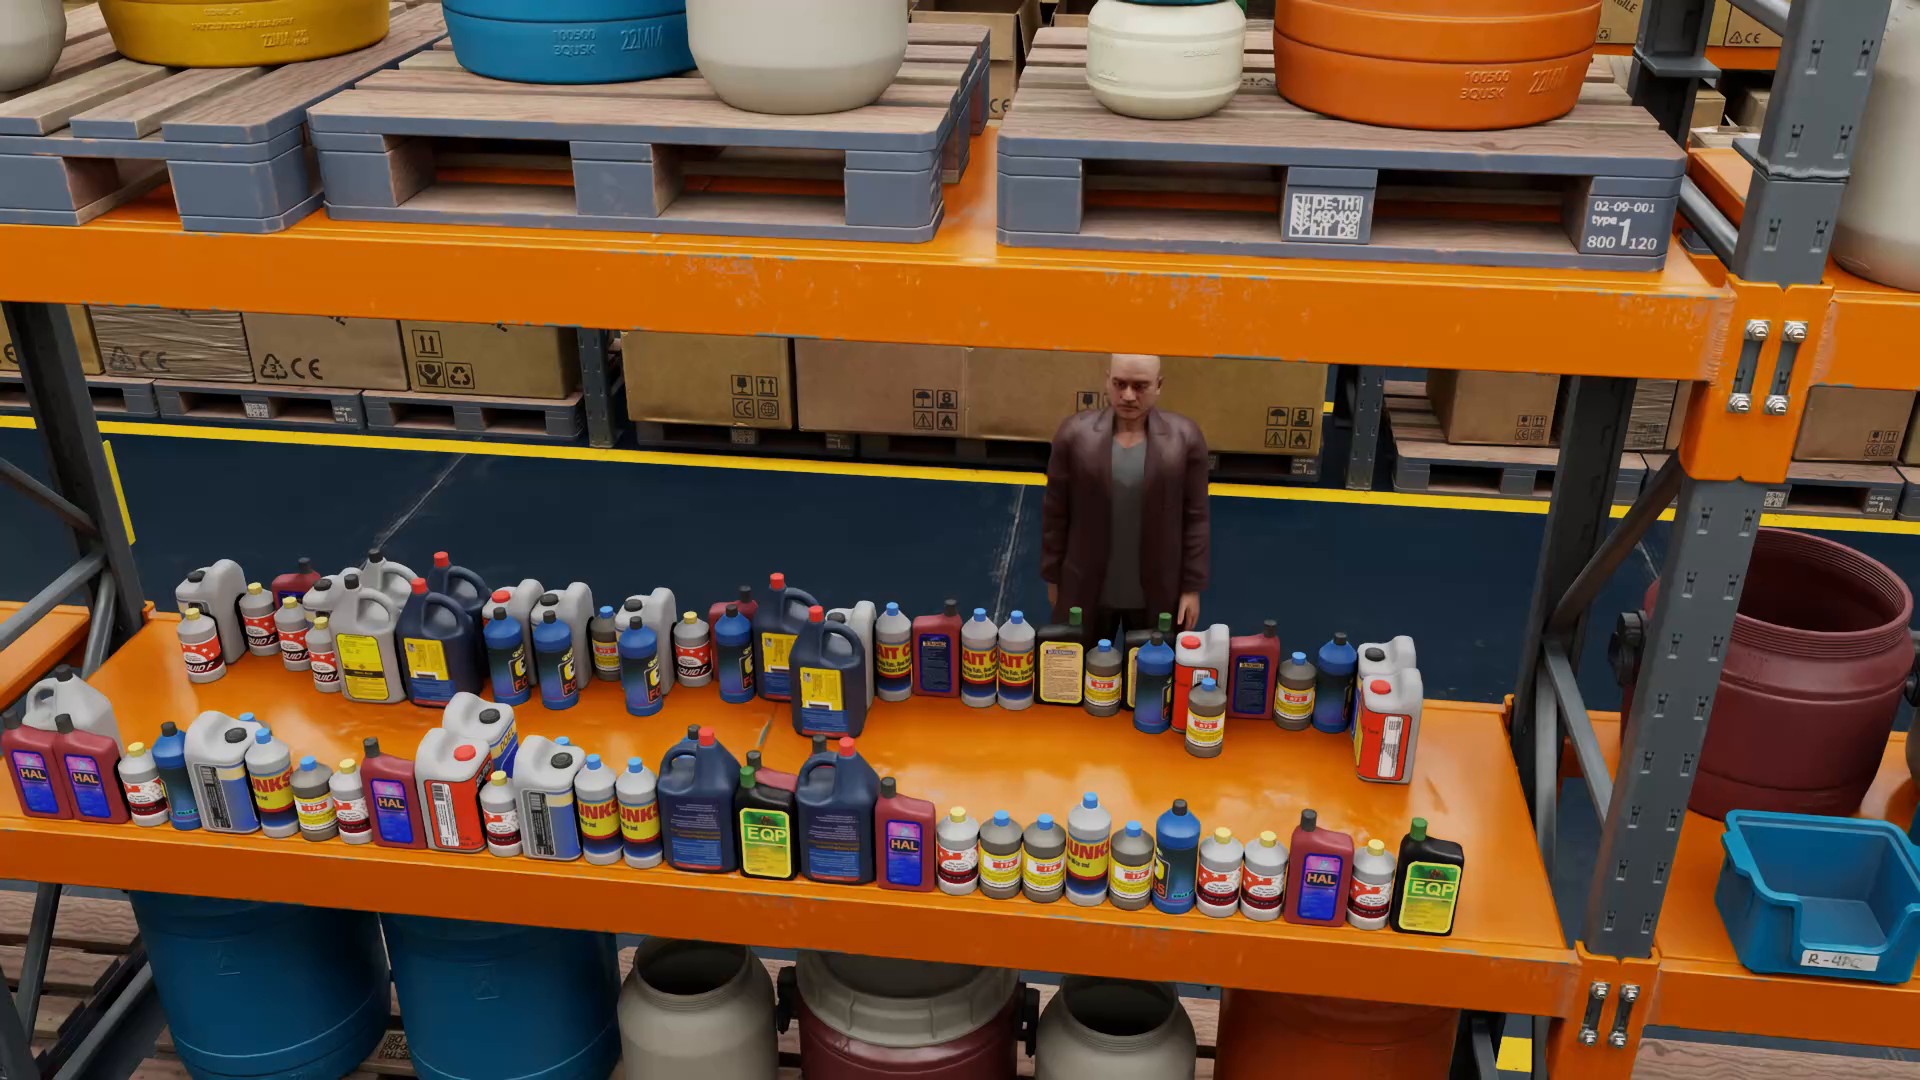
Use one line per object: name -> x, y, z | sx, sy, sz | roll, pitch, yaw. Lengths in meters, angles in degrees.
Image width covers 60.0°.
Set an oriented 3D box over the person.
person -> 0.564, 0.174, 5.776 | 0.591, 1.785, 0.408 | 3, 28, 6
